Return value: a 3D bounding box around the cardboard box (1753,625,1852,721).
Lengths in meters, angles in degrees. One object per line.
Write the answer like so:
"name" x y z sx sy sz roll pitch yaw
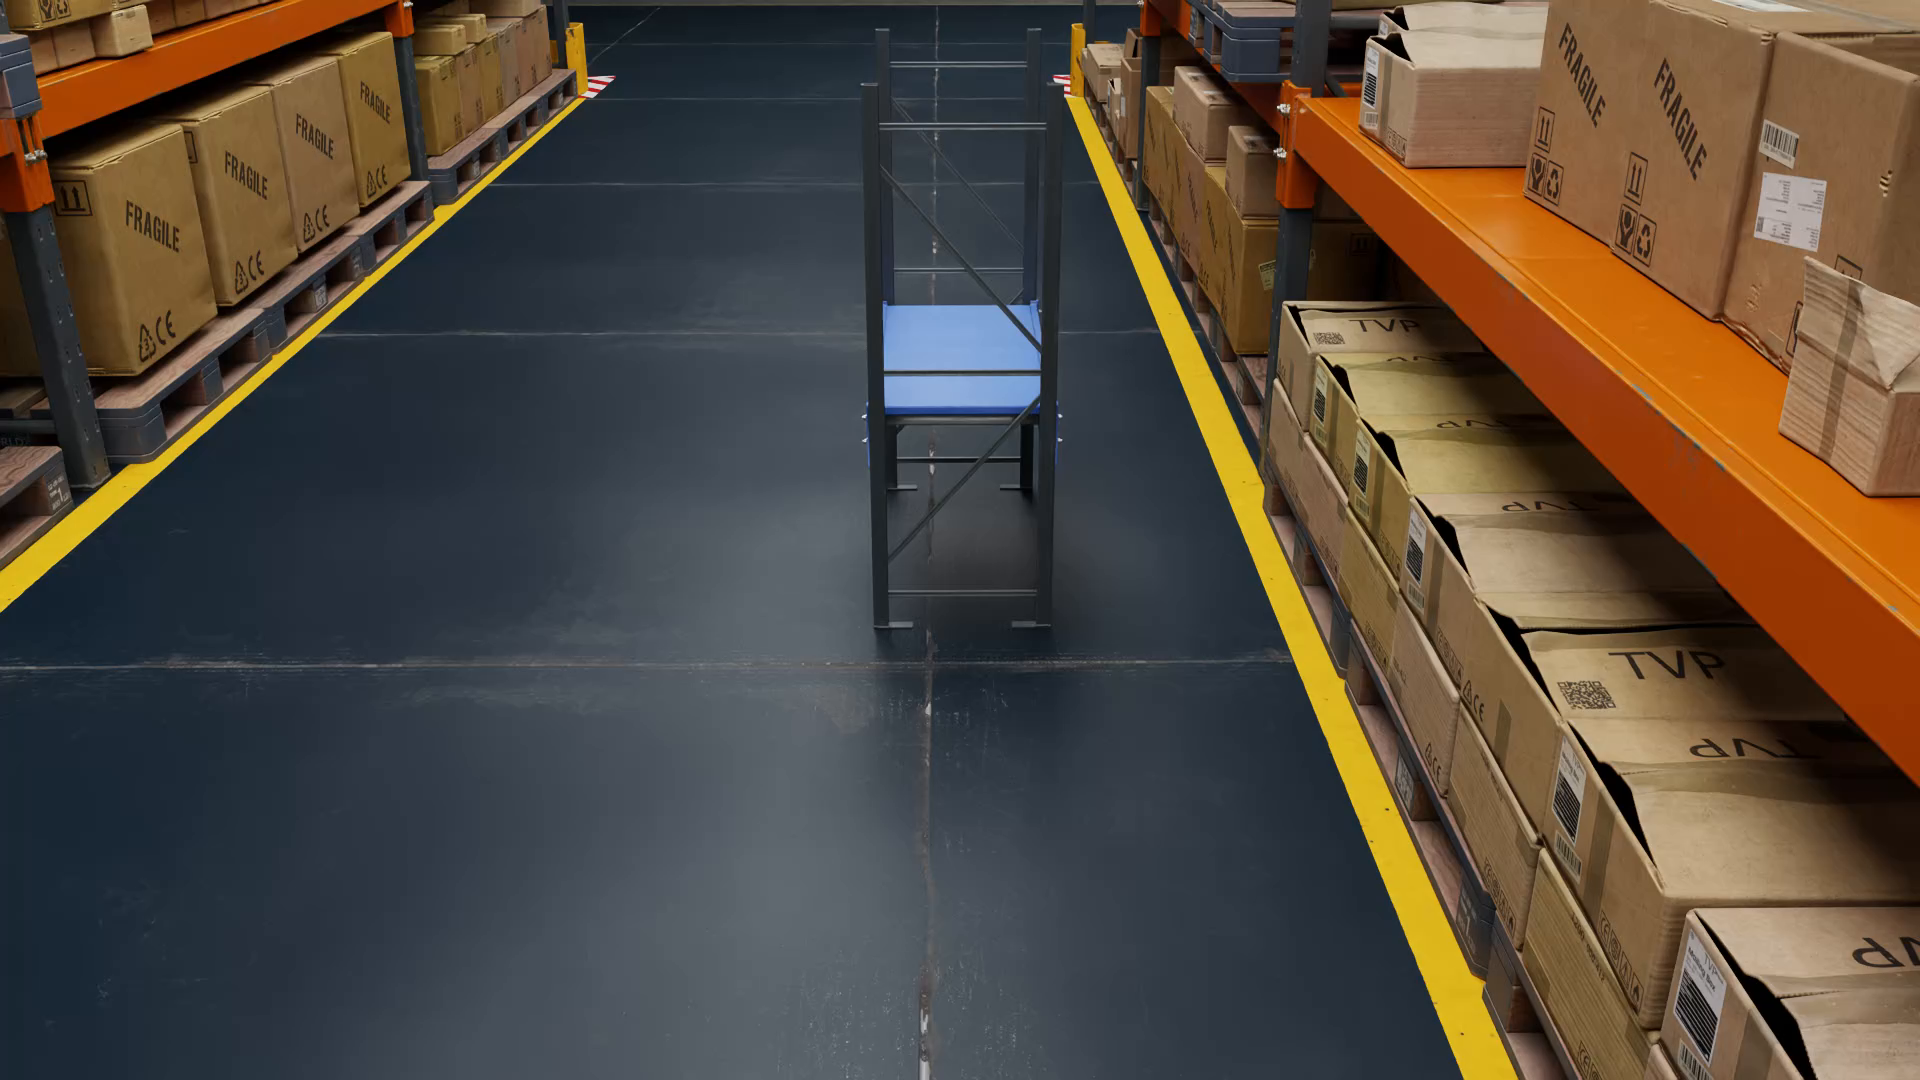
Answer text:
"cardboard box" 1.816 0.285 3.125 0.500 0.311 0.500 -1 24 -2

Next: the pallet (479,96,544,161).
"pallet" -3.408 -2.749 11.073 1.003 0.211 1.213 0 24 -1

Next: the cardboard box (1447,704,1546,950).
"cardboard box" 1.274 0.543 3.236 0.500 0.250 0.500 0 24 1

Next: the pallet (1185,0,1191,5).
"pallet" 1.509 -2.292 6.910 1.003 0.211 1.213 0 24 -1

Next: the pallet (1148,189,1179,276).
"pallet" 1.538 -1.620 8.577 1.003 0.211 1.213 0 24 -1

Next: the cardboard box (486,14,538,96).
"cardboard box" -3.392 -3.409 11.671 0.700 0.500 0.500 0 24 -1

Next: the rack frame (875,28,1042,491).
"rack frame" -0.005 -0.858 5.326 0.500 1.500 0.032 0 24 -1

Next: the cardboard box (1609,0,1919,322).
"cardboard box" 1.575 -0.715 3.070 0.500 0.500 0.500 0 24 0

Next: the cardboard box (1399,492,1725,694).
"cardboard box" 1.271 0.084 3.571 0.500 0.311 0.500 -1 24 -1

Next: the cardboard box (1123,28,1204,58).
"cardboard box" 1.466 -3.063 10.878 0.797 0.503 0.637 0 24 -1

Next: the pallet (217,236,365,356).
"pallet" -3.362 -1.110 7.448 1.003 0.211 1.213 0 24 -1

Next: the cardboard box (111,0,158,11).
"cardboard box" -3.164 -2.161 5.882 0.500 0.500 0.500 1 24 1

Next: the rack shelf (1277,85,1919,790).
"rack shelf" 1.557 -0.426 3.425 1.077 0.370 4.000 0 24 -1

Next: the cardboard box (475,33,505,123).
"cardboard box" -3.373 -2.982 10.727 0.700 0.500 0.500 0 24 1

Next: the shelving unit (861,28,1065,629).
"shelving unit" 0.001 -0.648 4.863 0.538 1.500 1.048 0 24 -1

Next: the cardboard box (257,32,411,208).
"cardboard box" -3.325 -2.147 8.456 0.750 0.750 0.750 0 24 0

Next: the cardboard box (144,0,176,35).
"cardboard box" -3.240 -2.009 6.333 0.380 0.149 0.250 0 24 1

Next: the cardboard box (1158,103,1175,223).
"cardboard box" 1.270 -1.867 8.238 0.500 0.500 0.500 0 24 0

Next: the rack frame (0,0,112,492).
"rack frame" -3.418 -1.554 5.046 1.000 3.000 0.127 0 24 -1

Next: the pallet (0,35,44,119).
"pallet" -3.304 -1.173 4.437 1.213 0.211 1.003 0 24 -1

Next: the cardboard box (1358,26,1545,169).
"cardboard box" 1.351 -1.168 4.300 0.500 0.311 0.500 -1 24 -1

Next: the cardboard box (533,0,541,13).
"cardboard box" -3.214 -3.858 11.878 0.380 0.149 0.250 -1 24 -1

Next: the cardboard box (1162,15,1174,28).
"cardboard box" 1.700 -3.713 12.319 0.500 0.500 0.500 0 24 -1

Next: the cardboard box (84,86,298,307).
"cardboard box" -3.298 -1.430 6.872 0.750 0.750 0.750 0 24 -1

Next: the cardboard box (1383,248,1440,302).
"cardboard box" 1.816 -0.828 5.941 0.500 0.500 0.500 1 24 2

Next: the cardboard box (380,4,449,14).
"cardboard box" -3.584 -3.439 10.950 0.380 0.149 0.250 0 24 0

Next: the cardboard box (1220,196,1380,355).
"cardboard box" 1.290 -1.024 6.373 0.500 0.500 0.500 1 24 2

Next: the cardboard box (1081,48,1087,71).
"cardboard box" 1.109 -3.602 12.499 0.380 0.149 0.250 0 24 -1

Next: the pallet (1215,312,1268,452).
"pallet" 1.565 -0.615 6.354 1.003 0.211 1.213 0 24 -1

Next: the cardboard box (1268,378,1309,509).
"cardboard box" 1.247 -0.299 5.099 0.500 0.250 0.500 0 24 -1

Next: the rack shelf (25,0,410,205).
"rack shelf" -3.440 -2.050 7.016 1.077 0.370 4.000 0 24 -1

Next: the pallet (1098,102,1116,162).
"pallet" 1.469 -2.742 11.058 1.003 0.211 1.213 0 24 -1

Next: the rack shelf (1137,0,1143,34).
"rack shelf" 1.469 -3.722 10.713 1.077 0.370 4.000 0 24 -1

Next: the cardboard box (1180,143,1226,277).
"cardboard box" 1.273 -1.453 7.322 0.500 0.500 0.500 -1 24 -3

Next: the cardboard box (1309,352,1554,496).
"cardboard box" 1.261 -0.338 4.504 0.500 0.311 0.500 -1 24 -2

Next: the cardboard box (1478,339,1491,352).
"cardboard box" 1.787 -0.557 4.988 0.500 0.311 0.500 0 24 1

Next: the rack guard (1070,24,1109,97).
"rack guard" 1.448 -3.704 12.833 1.175 0.500 0.348 0 24 -1

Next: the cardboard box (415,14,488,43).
"cardboard box" -3.195 -3.216 10.457 0.380 0.149 0.250 -1 24 -2

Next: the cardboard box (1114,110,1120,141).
"cardboard box" 1.137 -2.515 10.097 0.380 0.149 0.250 0 24 -1

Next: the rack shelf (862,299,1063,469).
"rack shelf" 0.001 -0.484 4.937 0.538 0.185 1.000 0 24 -1

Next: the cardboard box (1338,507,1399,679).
"cardboard box" 1.265 0.122 4.167 0.500 0.250 0.500 -1 24 -2

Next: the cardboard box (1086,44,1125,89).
"cardboard box" 1.175 -3.391 11.909 0.500 0.250 0.500 0 24 -1

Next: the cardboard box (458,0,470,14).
"cardboard box" -3.591 -3.649 11.415 0.380 0.149 0.250 0 24 0

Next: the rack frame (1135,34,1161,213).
"rack frame" 1.491 -3.226 8.743 1.000 3.000 0.127 0 24 -1

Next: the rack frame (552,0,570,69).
"rack frame" -3.506 -4.850 12.335 1.000 3.000 0.127 0 24 -1

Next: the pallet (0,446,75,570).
"pallet" -3.411 0.039 4.909 1.003 0.211 1.213 0 24 -1

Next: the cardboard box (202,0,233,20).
"cardboard box" -3.218 -2.217 6.793 0.380 0.149 0.250 0 24 0

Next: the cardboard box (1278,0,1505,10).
"cardboard box" 1.415 -2.074 5.564 0.700 0.500 0.500 -9 26 -18

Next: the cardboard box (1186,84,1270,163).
"cardboard box" 1.270 -1.810 7.202 0.500 0.250 0.500 -1 24 -2

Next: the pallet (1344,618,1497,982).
"pallet" 1.515 0.534 3.814 1.003 0.211 1.213 0 24 -1

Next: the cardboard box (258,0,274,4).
"cardboard box" -3.205 -2.435 7.275 0.380 0.149 0.250 -1 24 -2

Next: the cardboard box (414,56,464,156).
"cardboard box" -3.368 -2.563 9.801 0.700 0.500 0.500 0 24 0

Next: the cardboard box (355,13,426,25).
"cardboard box" -3.578 -3.228 10.484 0.380 0.149 0.250 0 24 0

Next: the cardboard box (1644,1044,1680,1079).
"cardboard box" 1.284 0.962 2.309 0.500 0.250 0.500 0 24 -1

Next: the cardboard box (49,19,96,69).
"cardboard box" -3.184 -1.689 5.625 0.380 0.149 0.250 0 24 0

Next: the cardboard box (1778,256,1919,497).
"cardboard box" 1.385 -0.230 2.281 0.396 0.266 0.258 -1 24 -2

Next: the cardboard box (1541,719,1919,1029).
"cardboard box" 1.276 0.496 2.659 0.500 0.311 0.500 0 24 1
